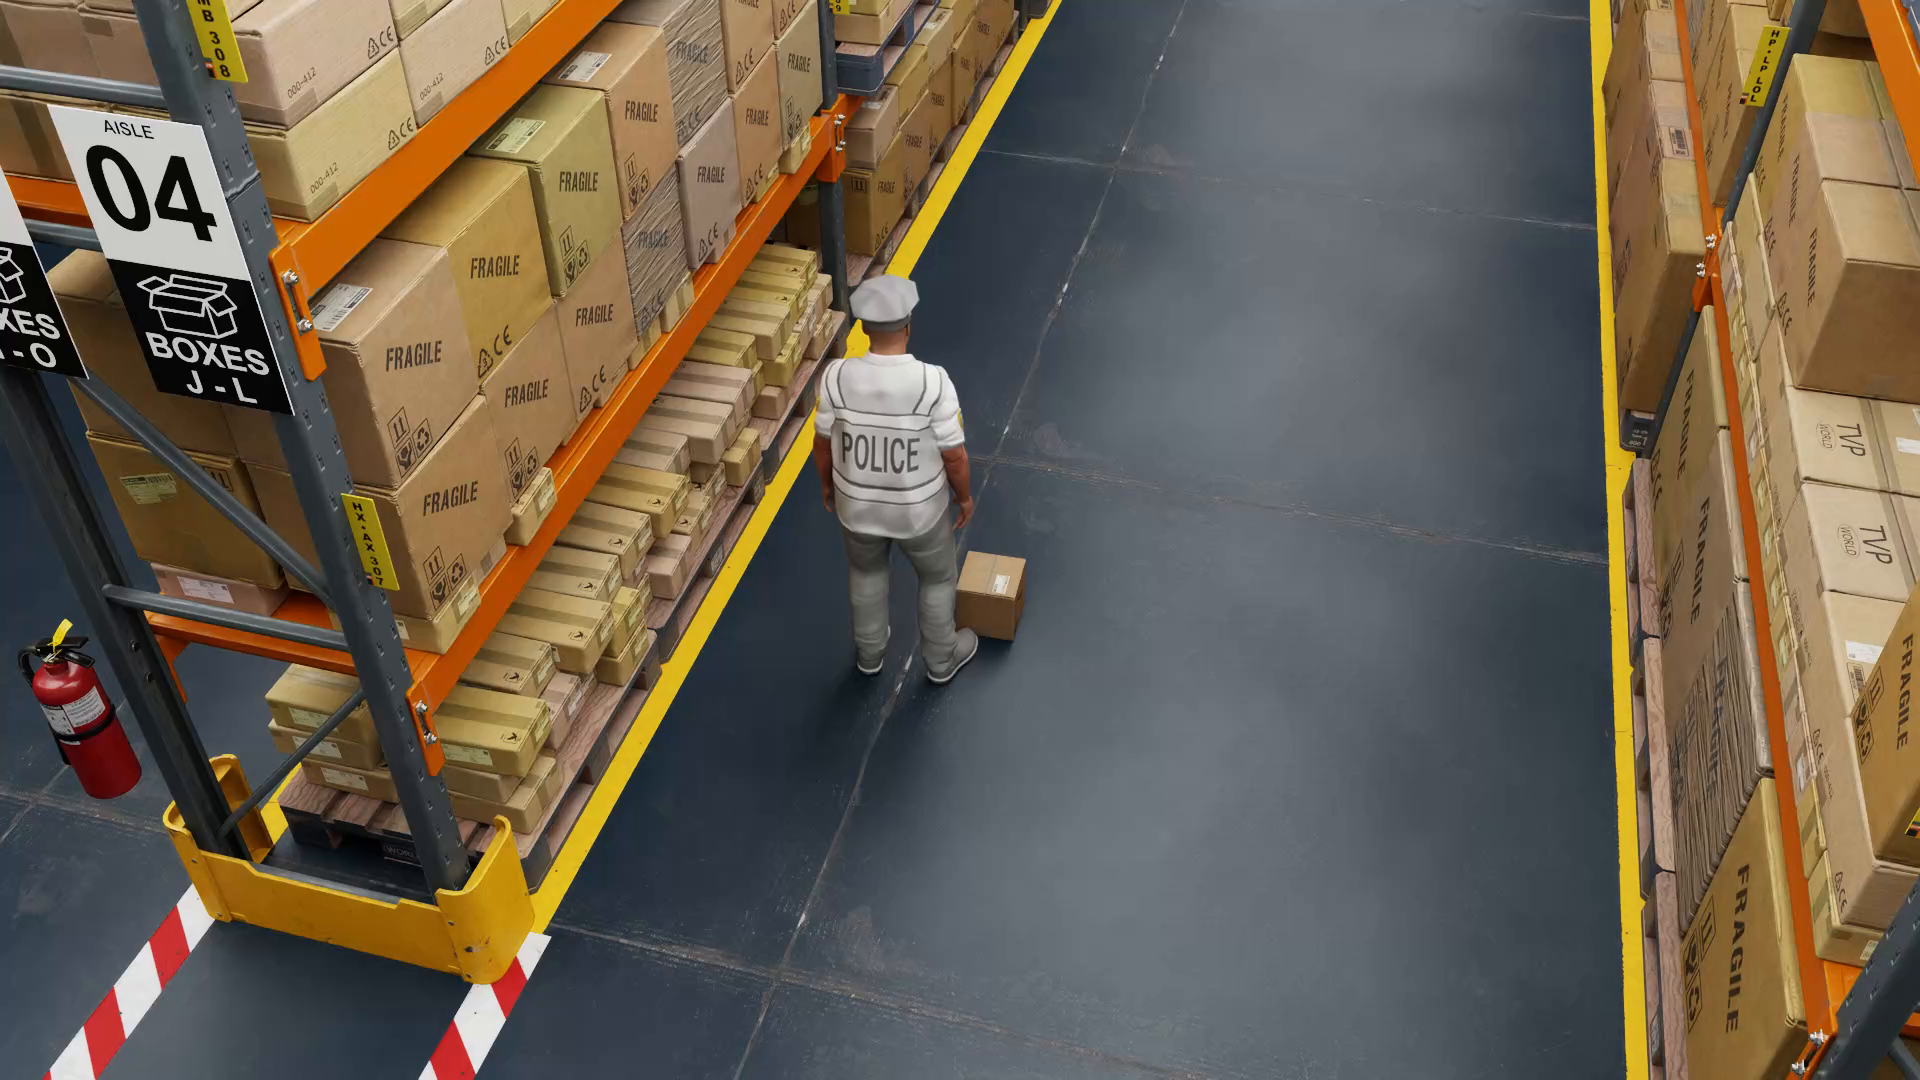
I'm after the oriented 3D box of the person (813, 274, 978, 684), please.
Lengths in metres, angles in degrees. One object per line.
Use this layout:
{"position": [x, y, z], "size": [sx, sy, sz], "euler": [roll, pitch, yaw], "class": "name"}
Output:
{"position": [-0.249, -0.158, 6.333], "size": [0.605, 1.750, 0.429], "euler": [8, 41, 9], "class": "person"}
